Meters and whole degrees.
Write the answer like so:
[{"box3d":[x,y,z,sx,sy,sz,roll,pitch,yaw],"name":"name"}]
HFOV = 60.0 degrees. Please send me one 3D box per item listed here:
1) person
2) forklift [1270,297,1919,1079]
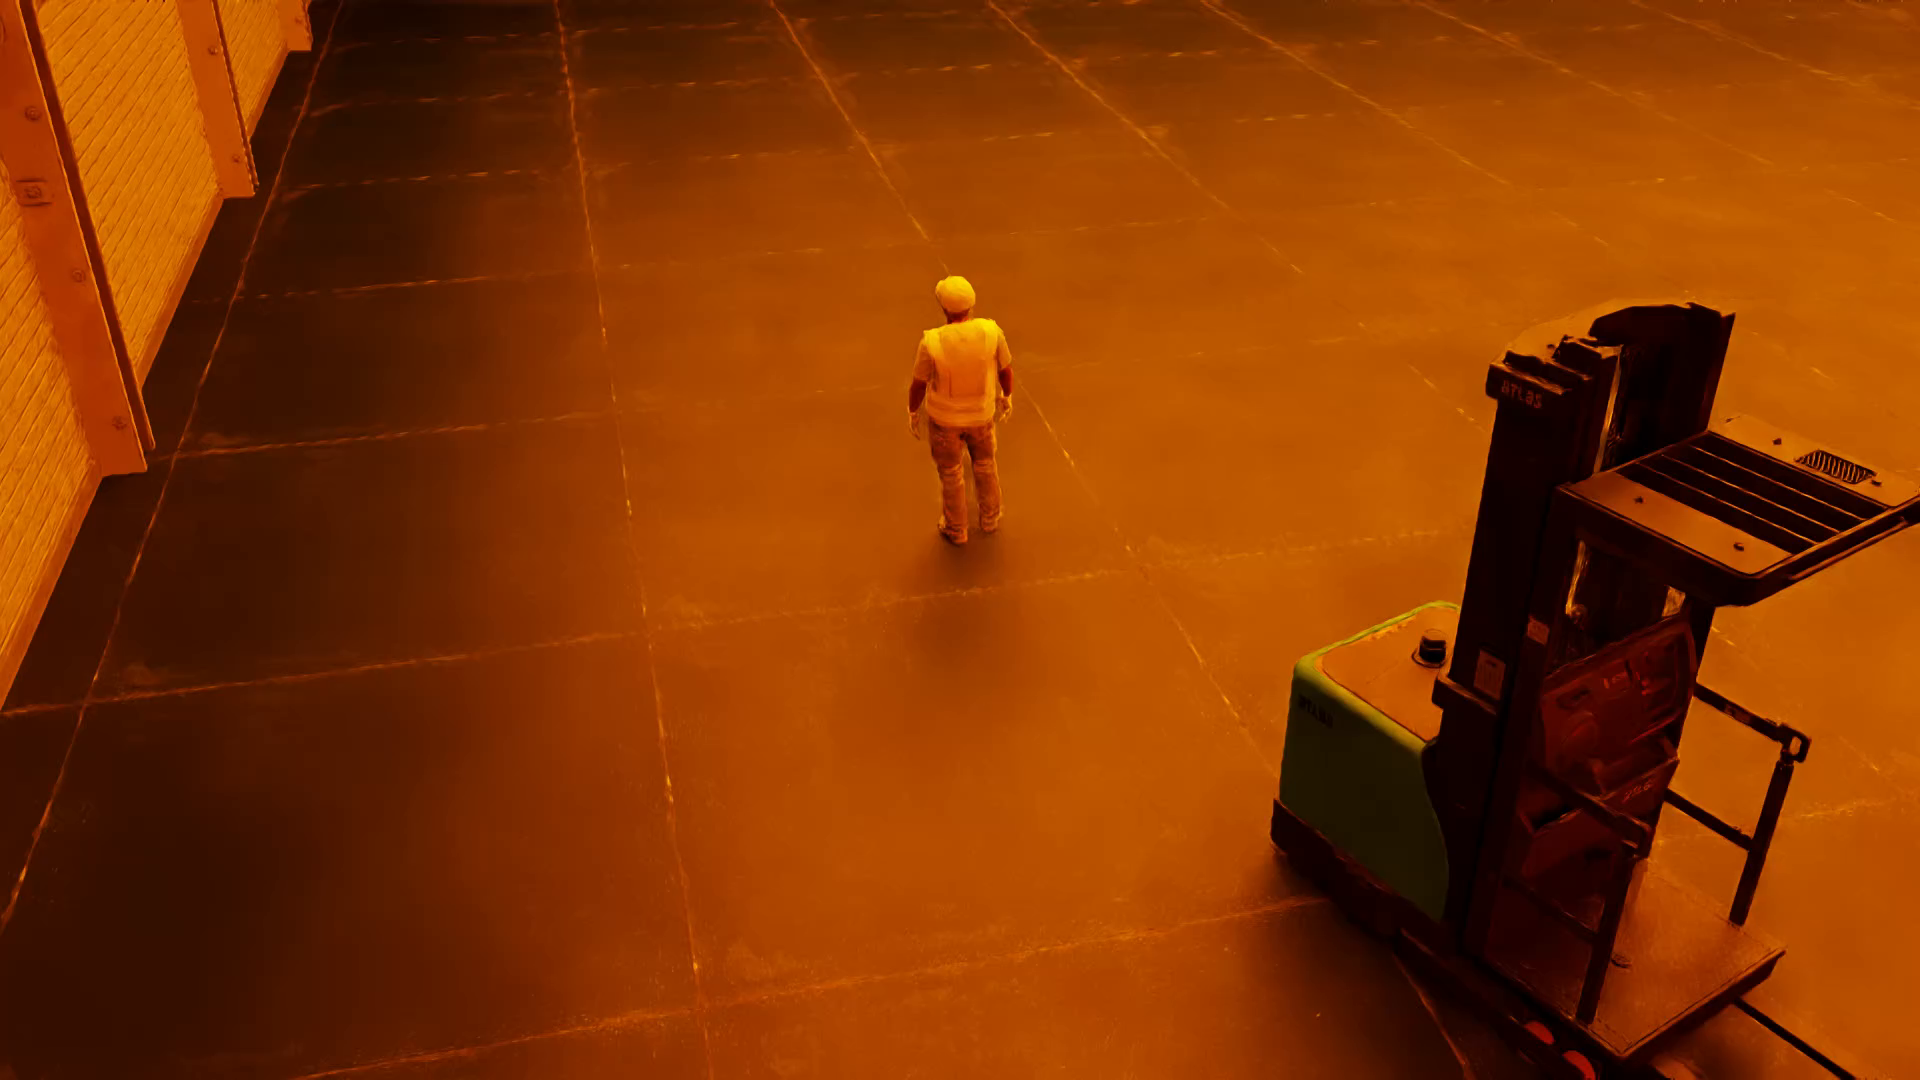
[{"box3d":[-0.009,-0.814,10.112,0.655,1.782,0.576,-7,31,-12],"name":"person"},{"box3d":[2.715,0.676,6.407,1.130,2.935,3.031,-19,35,-29],"name":"forklift"}]
